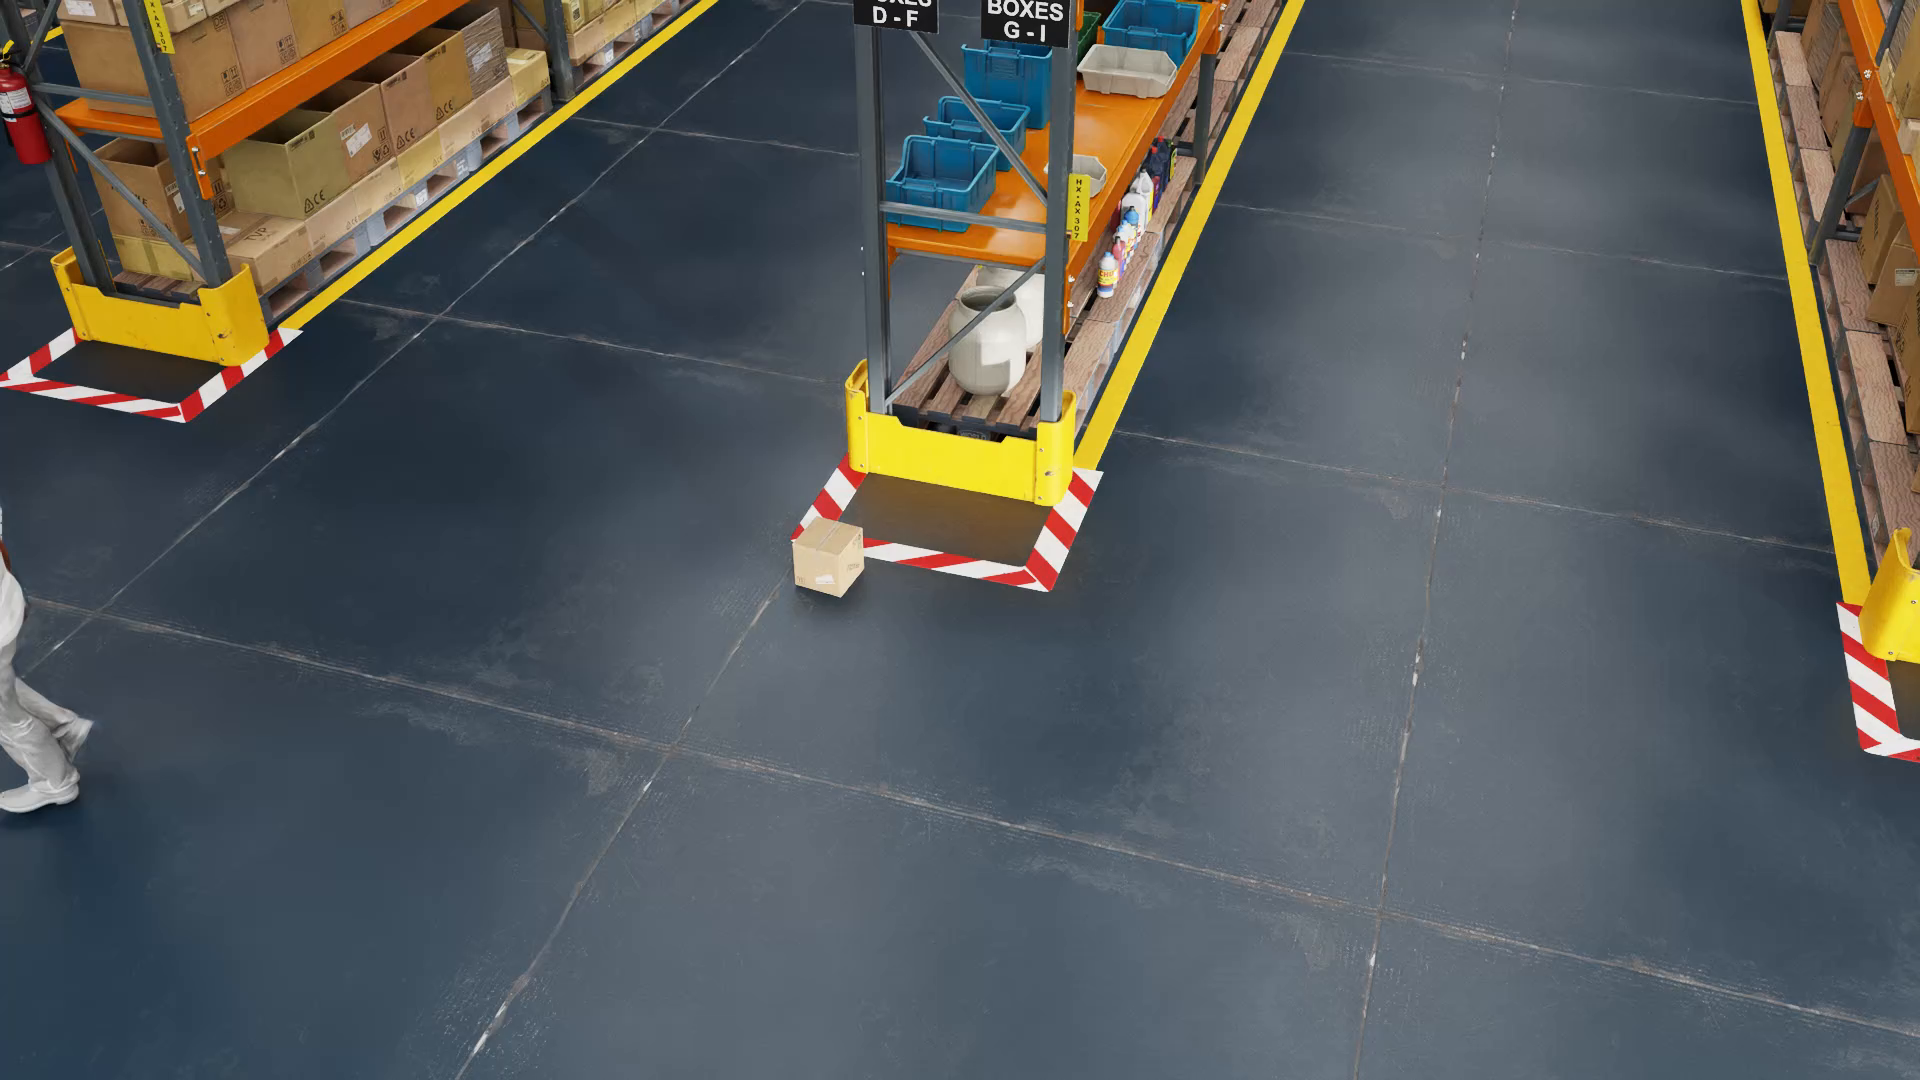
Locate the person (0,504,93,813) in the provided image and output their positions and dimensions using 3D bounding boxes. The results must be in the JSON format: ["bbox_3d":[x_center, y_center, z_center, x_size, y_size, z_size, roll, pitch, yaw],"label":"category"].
[{"bbox_3d":[-3.798,0.336,6.380,0.481,1.754,0.597,-10,38,-12],"label":"person"}]
